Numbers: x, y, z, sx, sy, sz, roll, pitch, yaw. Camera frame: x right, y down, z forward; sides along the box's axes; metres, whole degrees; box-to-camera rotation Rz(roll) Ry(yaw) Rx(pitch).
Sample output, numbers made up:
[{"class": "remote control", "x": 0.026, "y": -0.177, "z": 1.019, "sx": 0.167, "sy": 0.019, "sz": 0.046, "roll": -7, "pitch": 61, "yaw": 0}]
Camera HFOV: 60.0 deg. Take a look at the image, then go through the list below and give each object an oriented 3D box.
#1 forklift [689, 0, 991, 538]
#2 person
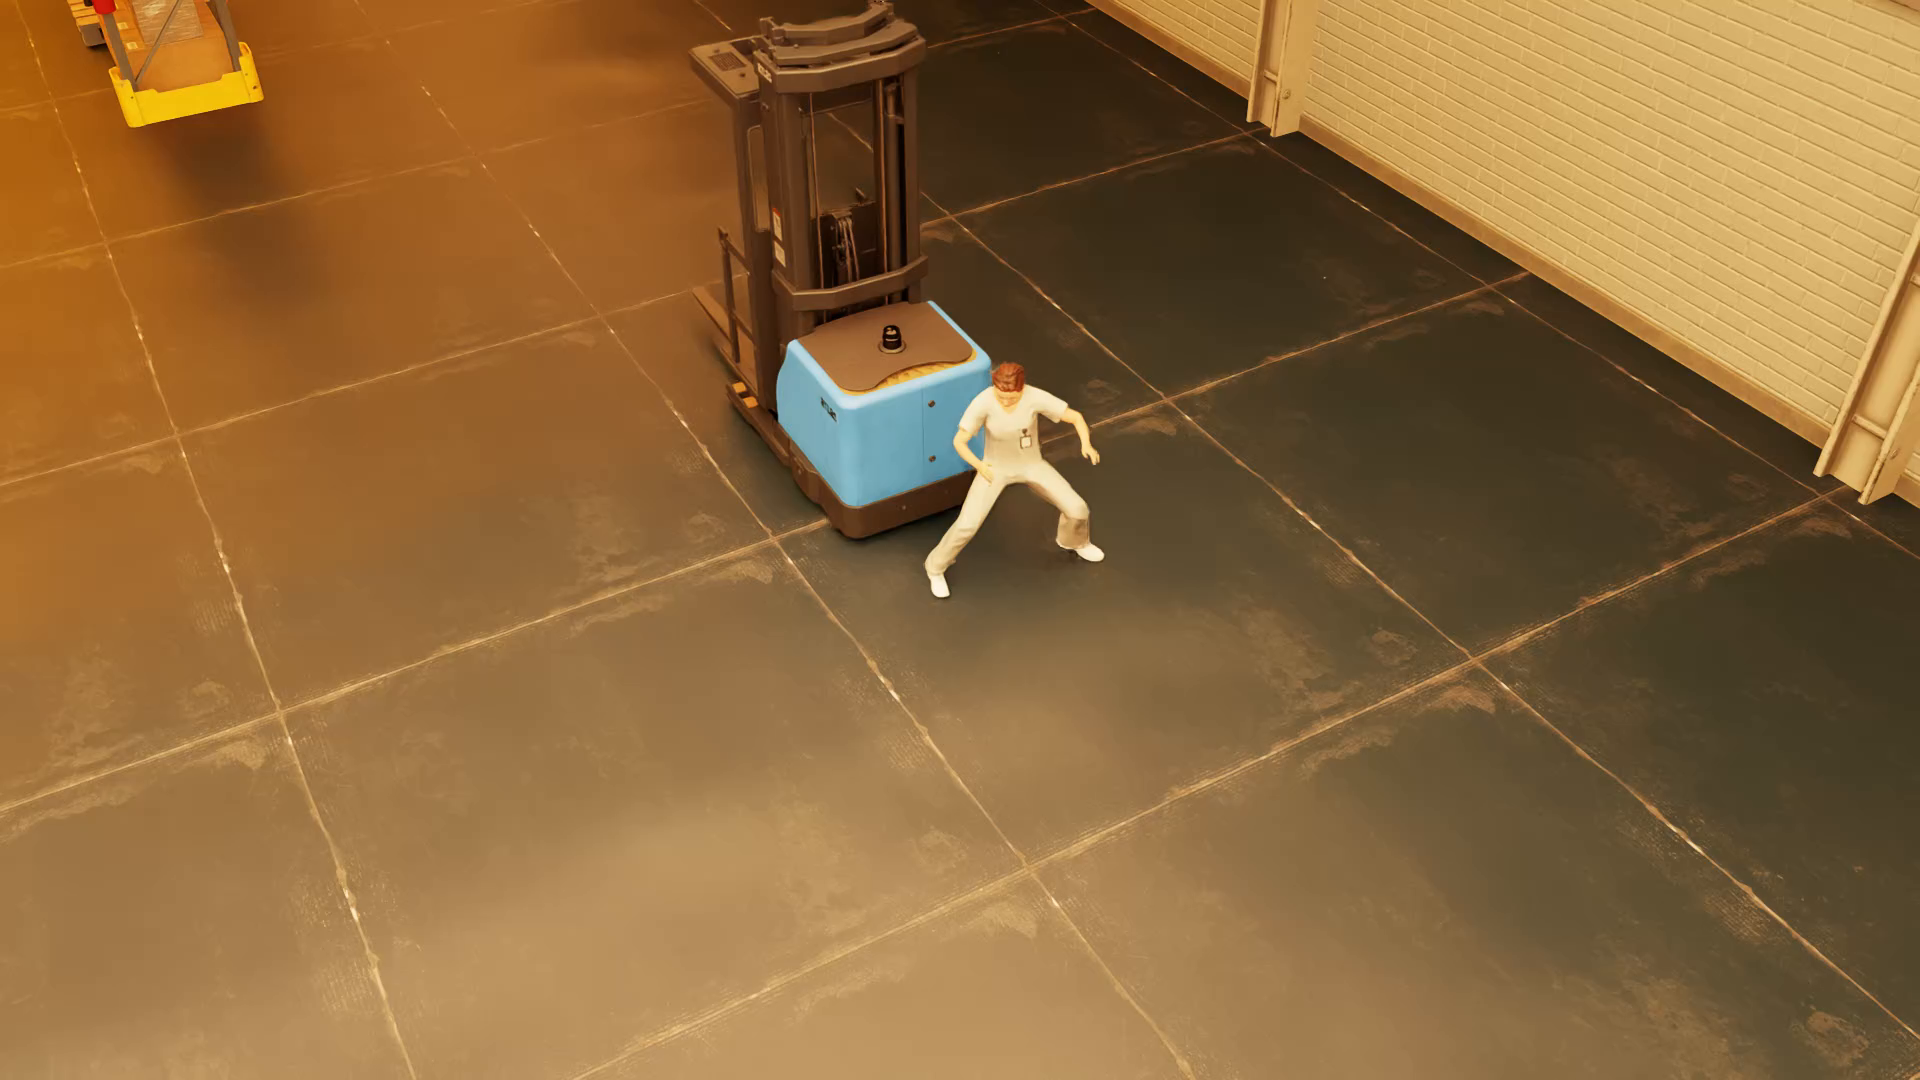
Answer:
[{"class": "forklift", "x": -0.947, "y": -2.065, "z": 10.526, "sx": 1.130, "sy": 2.935, "sz": 3.031, "roll": -19, "pitch": 43, "yaw": -22}, {"class": "person", "x": 0.333, "y": -0.363, "z": 9.651, "sx": 1.091, "sy": 1.425, "sz": 0.645, "roll": 0, "pitch": 40, "yaw": 0}]
